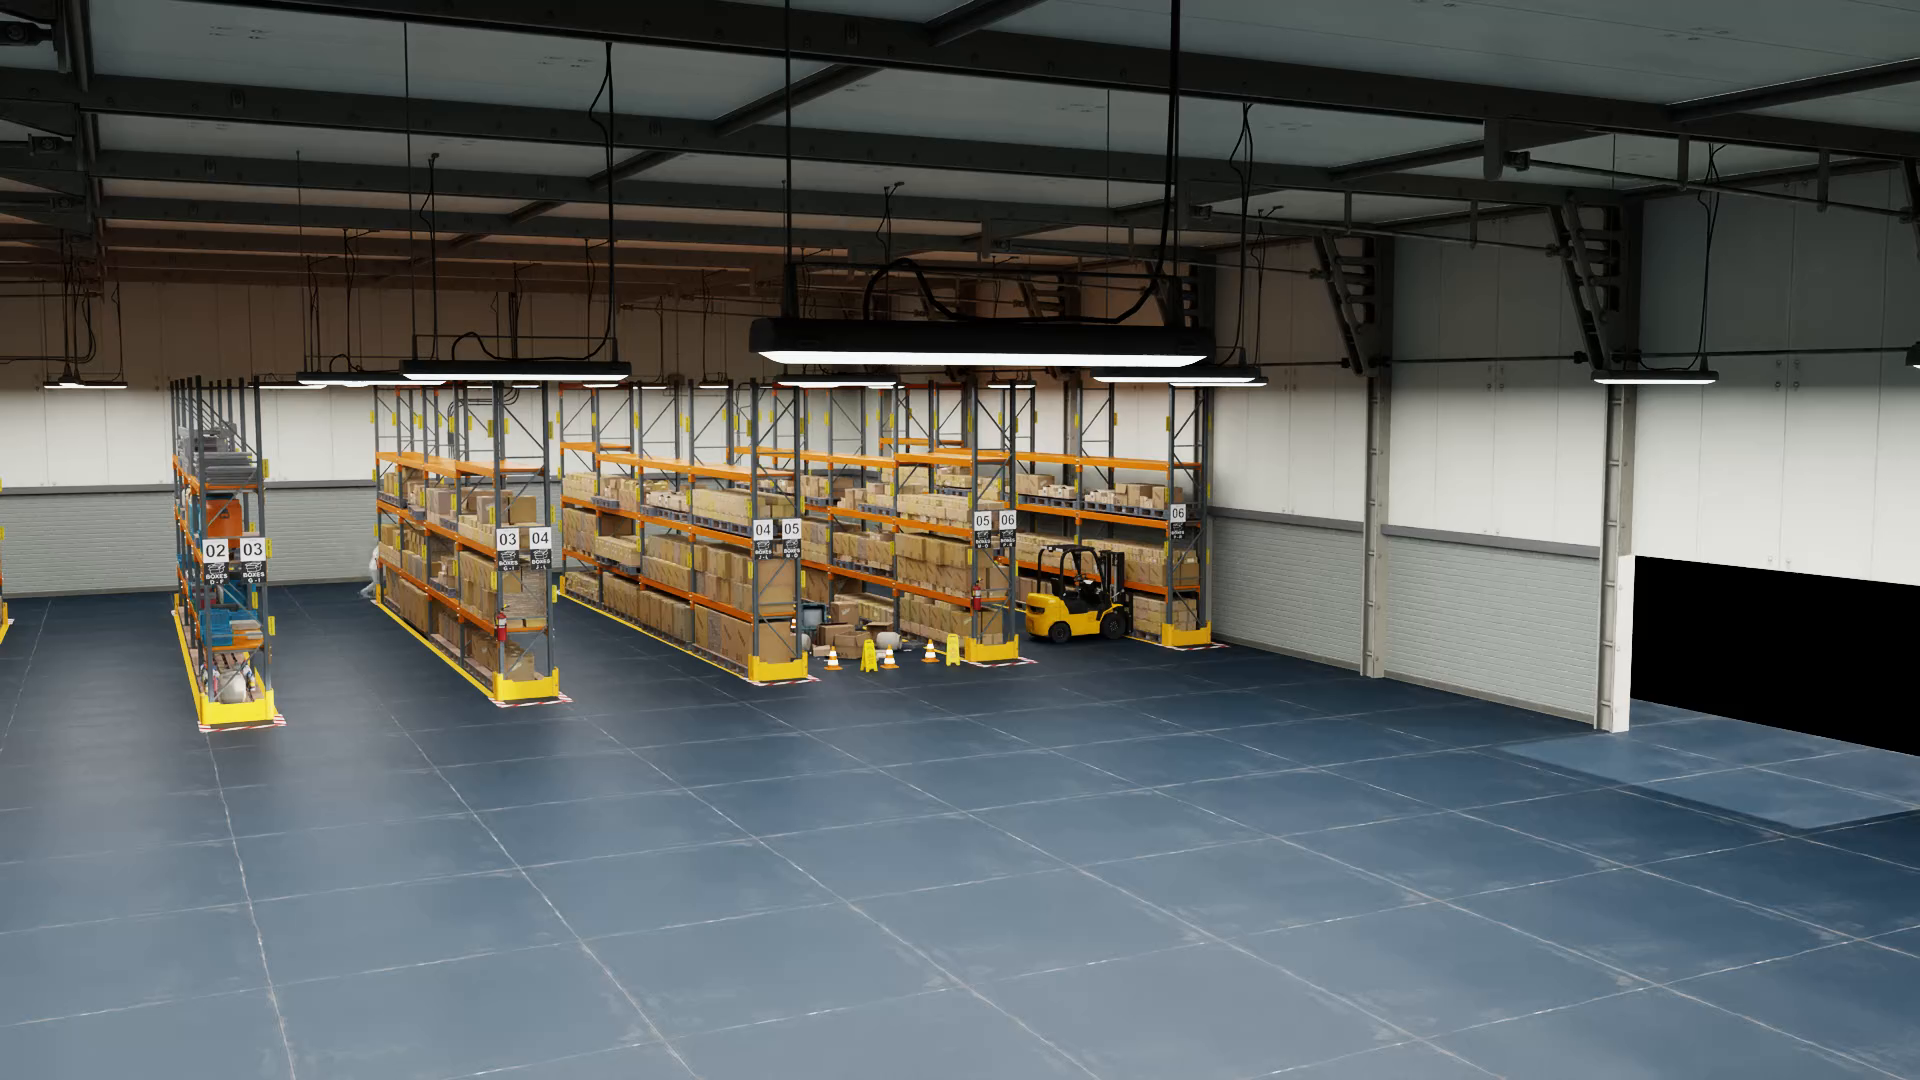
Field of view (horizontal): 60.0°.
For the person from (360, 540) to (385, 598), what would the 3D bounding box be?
[{"bbox_3d":[-16.267,0.790,46.073,0.760,1.674,0.633,-2,6,-26],"label":"person"}]
